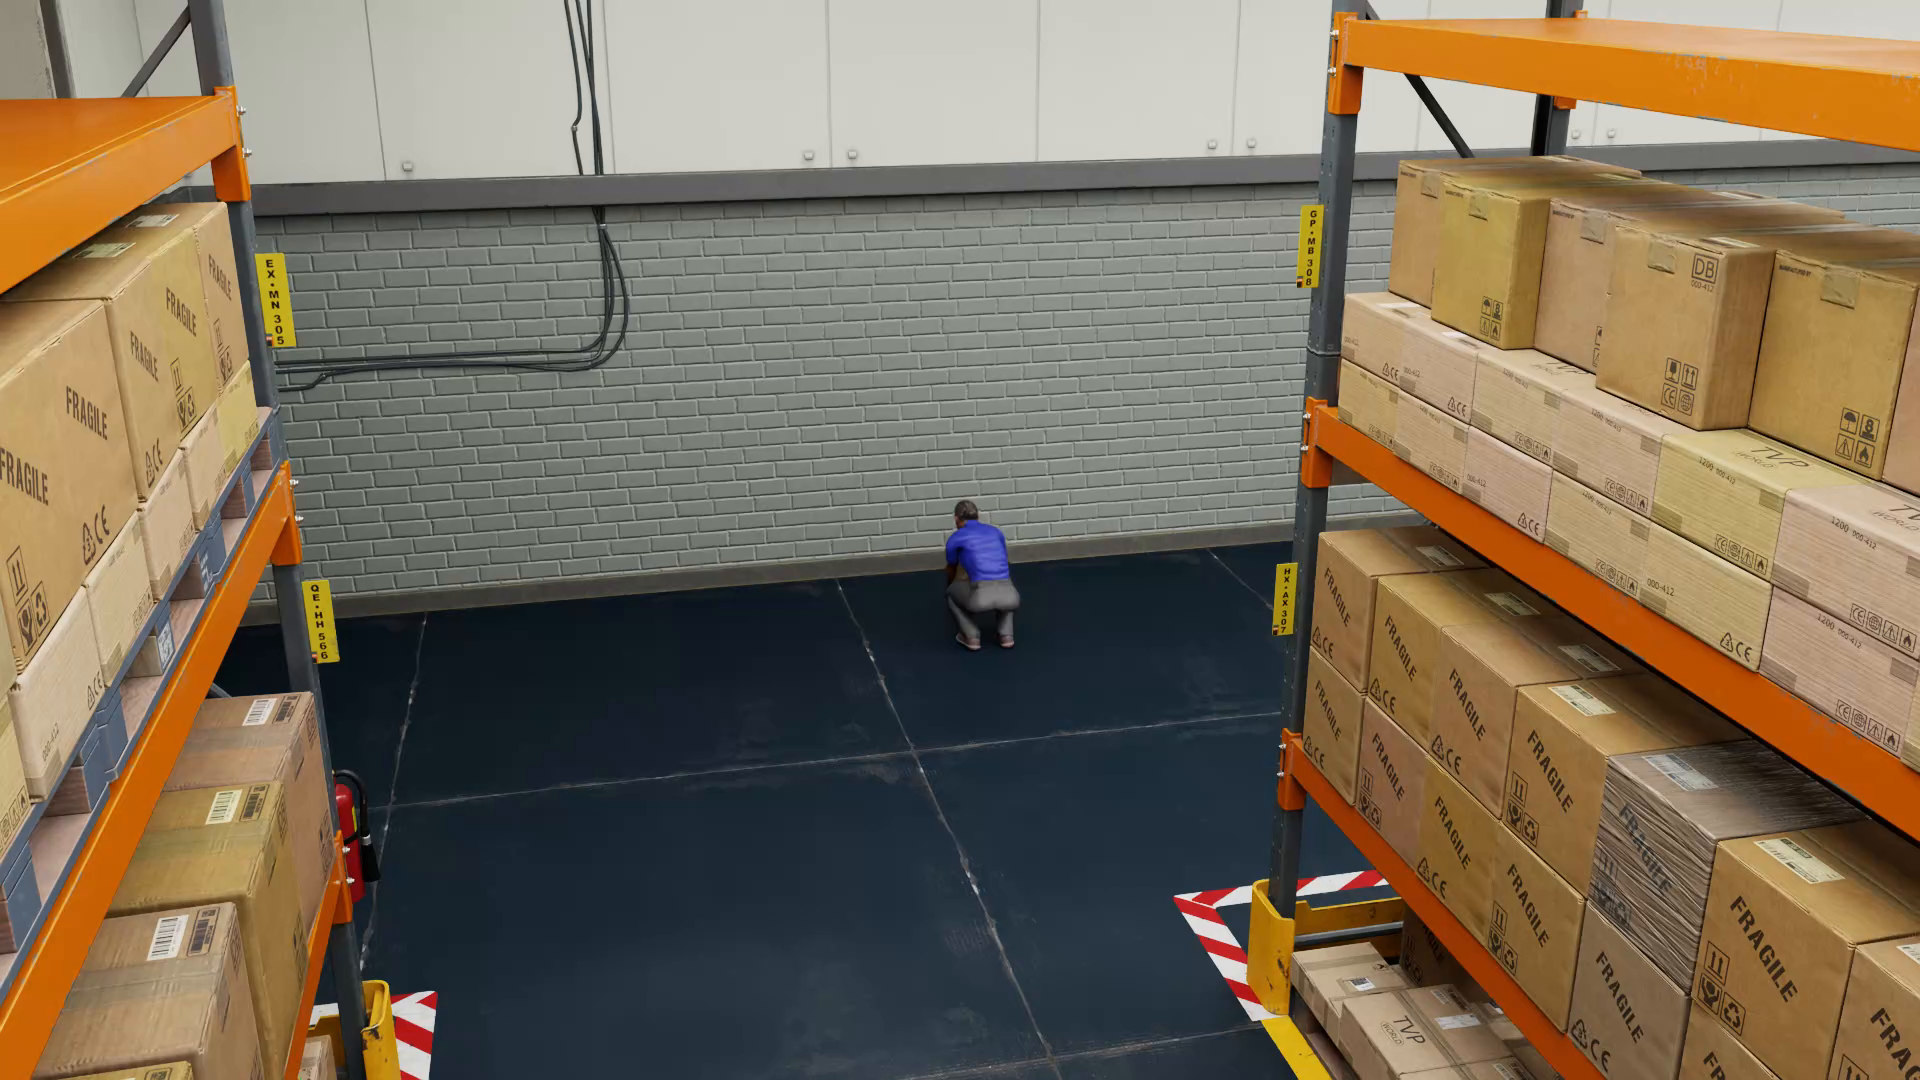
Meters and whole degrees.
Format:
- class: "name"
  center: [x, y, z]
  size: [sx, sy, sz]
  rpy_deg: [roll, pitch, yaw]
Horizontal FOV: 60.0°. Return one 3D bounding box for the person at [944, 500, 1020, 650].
- class: "person"
  center: [0.137, 0.229, 11.539]
  size: [0.471, 0.934, 0.839]
  rpy_deg: [-5, 20, -13]
